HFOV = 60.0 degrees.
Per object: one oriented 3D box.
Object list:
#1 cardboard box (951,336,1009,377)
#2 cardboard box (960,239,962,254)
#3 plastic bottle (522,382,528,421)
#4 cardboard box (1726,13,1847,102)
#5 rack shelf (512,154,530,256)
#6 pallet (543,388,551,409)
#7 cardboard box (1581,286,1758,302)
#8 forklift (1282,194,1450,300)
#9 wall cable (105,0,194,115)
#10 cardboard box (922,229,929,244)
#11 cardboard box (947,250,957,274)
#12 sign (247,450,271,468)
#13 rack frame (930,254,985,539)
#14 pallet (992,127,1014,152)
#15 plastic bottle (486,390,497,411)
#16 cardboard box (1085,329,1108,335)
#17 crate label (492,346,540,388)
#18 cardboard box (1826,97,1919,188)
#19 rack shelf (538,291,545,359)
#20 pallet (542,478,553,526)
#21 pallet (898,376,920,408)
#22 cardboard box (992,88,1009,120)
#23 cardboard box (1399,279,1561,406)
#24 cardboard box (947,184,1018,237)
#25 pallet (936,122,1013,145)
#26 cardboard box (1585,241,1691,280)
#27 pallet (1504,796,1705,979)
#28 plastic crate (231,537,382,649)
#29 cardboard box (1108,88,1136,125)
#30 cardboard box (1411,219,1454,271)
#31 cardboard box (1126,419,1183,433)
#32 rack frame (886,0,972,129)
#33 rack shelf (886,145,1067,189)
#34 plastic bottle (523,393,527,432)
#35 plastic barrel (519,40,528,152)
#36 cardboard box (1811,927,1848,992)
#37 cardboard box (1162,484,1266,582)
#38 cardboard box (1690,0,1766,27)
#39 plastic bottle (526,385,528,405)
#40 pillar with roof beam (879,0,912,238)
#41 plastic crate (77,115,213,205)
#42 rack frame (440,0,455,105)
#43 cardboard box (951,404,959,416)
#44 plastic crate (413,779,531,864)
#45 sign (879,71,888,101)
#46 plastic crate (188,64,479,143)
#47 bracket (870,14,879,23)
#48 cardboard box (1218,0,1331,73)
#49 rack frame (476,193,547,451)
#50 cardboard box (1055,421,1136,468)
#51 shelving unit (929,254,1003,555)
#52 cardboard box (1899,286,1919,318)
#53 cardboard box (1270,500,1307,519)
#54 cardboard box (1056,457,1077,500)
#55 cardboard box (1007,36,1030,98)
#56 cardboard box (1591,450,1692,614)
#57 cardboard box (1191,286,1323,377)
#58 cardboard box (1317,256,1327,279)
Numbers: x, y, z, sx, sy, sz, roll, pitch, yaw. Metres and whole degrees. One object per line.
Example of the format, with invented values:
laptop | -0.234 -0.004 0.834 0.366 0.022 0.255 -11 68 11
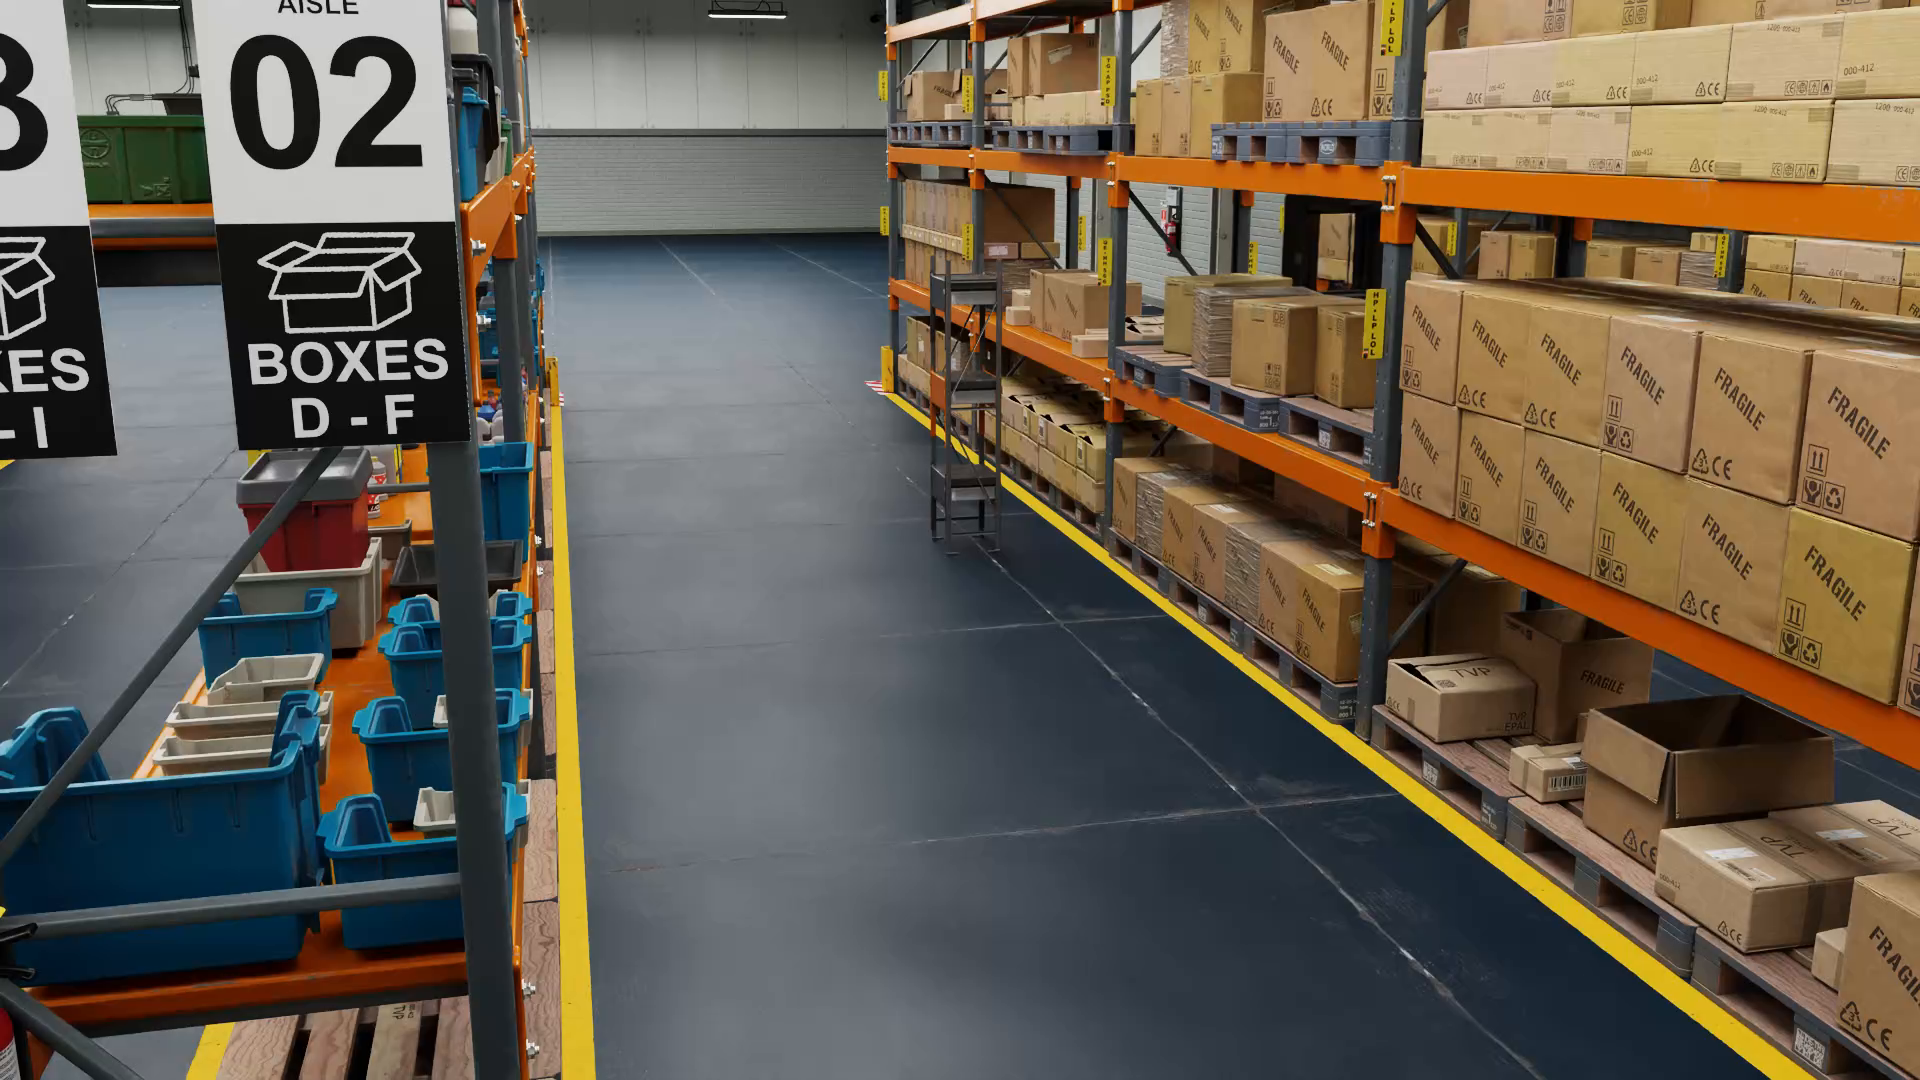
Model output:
cardboard box | 0.184 -1.775 16.701 0.500 0.500 0.500 -3 14 -13
cardboard box | 0.219 -2.864 16.250 0.380 0.149 0.250 -4 14 -15
plastic bottle | -2.600 -0.831 9.779 0.097 0.271 0.097 0 14 0
cardboard box | 2.830 -1.526 5.294 0.500 0.250 0.500 -3 14 -13
rack shelf | -2.795 -1.780 8.588 1.077 0.370 4.000 -3 14 -13
pallet | -4.895 -1.422 17.803 1.003 0.211 1.213 -3 14 -13
cardboard box | 2.983 -0.800 7.065 0.500 0.500 0.500 -4 14 -14
forklift | 3.497 -1.971 14.318 1.130 2.935 3.031 -5 15 -21
wall cable | -22.348 -14.428 45.358 2.305 6.003 0.169 -3 14 -13
cardboard box | -0.201 -3.278 17.945 0.380 0.149 0.250 -4 14 -15
cardboard box | 0.257 -2.720 17.028 0.700 0.500 0.500 -3 14 -12
sign | -2.861 -0.315 6.814 0.100 0.325 0.005 -3 14 -13
rack frame | -0.018 -1.038 12.252 0.400 2.100 0.015 -3 14 -13
pallet | 0.831 -3.493 14.488 0.805 0.209 1.217 -4 14 -15
plastic bottle | -2.584 -0.693 9.190 0.061 0.283 0.133 -3 14 -13
cardboard box | 1.196 -1.578 13.095 0.380 0.149 0.250 -2 14 -9
crate label | -3.000 -1.170 11.250 0.303 0.233 0.416 -3 14 -13
cardboard box | 2.946 -1.167 4.881 0.500 0.250 0.500 -3 14 -13
rack shelf | -4.674 -2.168 16.498 1.077 0.370 4.000 -3 14 -13
pallet | -3.692 -0.241 12.968 1.003 0.211 1.213 -3 14 -13
pallet | -0.108 -1.726 19.046 1.003 0.211 1.213 -3 14 -13
cardboard box | 0.622 -4.273 16.285 0.500 0.311 0.500 -4 14 -16
cardboard box | 2.327 -0.896 7.457 0.500 0.500 0.500 -3 14 -12
cardboard box | 0.264 -3.345 16.852 0.700 0.500 0.500 -3 14 -13
pallet | 0.386 -3.941 16.105 1.003 0.211 1.213 -3 14 -13
cardboard box | 5.931 -2.342 14.556 0.700 0.500 0.500 -3 14 -13
pallet | 2.940 1.309 6.625 1.003 0.211 1.213 -3 14 -13
plastic crate | -2.146 0.180 5.493 0.437 0.282 0.530 -3 14 -13
cardboard box | 1.389 -3.099 11.901 0.500 0.250 0.500 -4 14 -17
cardboard box | 4.891 -3.116 17.557 0.500 0.500 0.500 -3 14 -14
cardboard box | 1.582 -0.808 13.139 0.500 0.311 0.500 -4 14 -15
rack frame | -0.328 -6.169 18.716 1.000 3.000 0.127 -3 14 -13
rack shelf | 0.141 -3.901 17.269 1.077 0.370 4.000 -3 14 -13
plastic bottle | -2.487 -0.744 9.397 0.061 0.283 0.133 -3 14 -13
plastic barrel | -3.720 -3.501 13.060 0.600 0.901 0.600 0 14 0
cardboard box | 3.055 1.389 5.464 0.380 0.166 0.250 -3 14 -13
cardboard box | 1.621 -0.051 10.655 0.500 0.500 0.500 -3 14 -14
cardboard box | 3.010 -2.022 5.747 0.700 0.500 0.500 -3 14 -13
plastic bottle | -2.692 -0.887 10.155 0.097 0.201 0.097 0 14 0
pillar with roof beam | -5.739 -13.013 46.731 9.100 9.000 0.548 -3 14 -13
plastic crate | -1.895 -0.854 3.728 0.450 0.188 0.336 -3 14 -13
rack frame | -1.386 -2.202 2.481 1.000 3.000 0.127 -3 14 -13
cardboard box | 0.182 -1.411 16.790 0.500 0.250 0.500 -3 14 -13
plastic crate | -1.119 0.657 3.847 0.250 0.136 0.298 -3 14 -13
sign | -0.869 -5.145 18.838 0.100 0.325 0.005 -3 14 -13
plastic crate | -1.206 -0.786 3.280 0.497 0.269 0.590 -3 14 -13
bracket | -2.554 -15.625 49.835 0.235 0.232 0.430 -3 14 -13
cardboard box | 1.886 -3.064 10.011 0.500 0.500 0.500 -3 14 -13
rack frame | -4.204 -2.056 14.524 1.000 3.000 0.127 -3 14 -13
cardboard box | 1.060 -0.776 13.011 0.500 0.311 0.500 -4 14 -14
shelving unit | 0.039 -0.982 12.022 0.431 2.100 0.503 -3 14 -13
cardboard box | 6.589 -1.407 10.985 0.500 0.500 0.500 -3 14 -12
cardboard box | 2.249 0.034 10.306 0.500 0.500 0.500 -4 14 -15
cardboard box | 1.065 -0.504 13.077 0.500 0.250 0.500 -3 14 -14
cardboard box | 0.718 -4.140 14.582 0.500 0.500 0.500 -3 14 -13
cardboard box | 2.704 -0.051 6.106 0.500 0.500 0.500 -3 14 -14
cardboard box | 1.837 -1.301 10.336 0.700 0.500 0.500 -1 14 -3
cardboard box | 4.428 -3.219 19.557 0.500 0.250 0.500 -4 14 -15
